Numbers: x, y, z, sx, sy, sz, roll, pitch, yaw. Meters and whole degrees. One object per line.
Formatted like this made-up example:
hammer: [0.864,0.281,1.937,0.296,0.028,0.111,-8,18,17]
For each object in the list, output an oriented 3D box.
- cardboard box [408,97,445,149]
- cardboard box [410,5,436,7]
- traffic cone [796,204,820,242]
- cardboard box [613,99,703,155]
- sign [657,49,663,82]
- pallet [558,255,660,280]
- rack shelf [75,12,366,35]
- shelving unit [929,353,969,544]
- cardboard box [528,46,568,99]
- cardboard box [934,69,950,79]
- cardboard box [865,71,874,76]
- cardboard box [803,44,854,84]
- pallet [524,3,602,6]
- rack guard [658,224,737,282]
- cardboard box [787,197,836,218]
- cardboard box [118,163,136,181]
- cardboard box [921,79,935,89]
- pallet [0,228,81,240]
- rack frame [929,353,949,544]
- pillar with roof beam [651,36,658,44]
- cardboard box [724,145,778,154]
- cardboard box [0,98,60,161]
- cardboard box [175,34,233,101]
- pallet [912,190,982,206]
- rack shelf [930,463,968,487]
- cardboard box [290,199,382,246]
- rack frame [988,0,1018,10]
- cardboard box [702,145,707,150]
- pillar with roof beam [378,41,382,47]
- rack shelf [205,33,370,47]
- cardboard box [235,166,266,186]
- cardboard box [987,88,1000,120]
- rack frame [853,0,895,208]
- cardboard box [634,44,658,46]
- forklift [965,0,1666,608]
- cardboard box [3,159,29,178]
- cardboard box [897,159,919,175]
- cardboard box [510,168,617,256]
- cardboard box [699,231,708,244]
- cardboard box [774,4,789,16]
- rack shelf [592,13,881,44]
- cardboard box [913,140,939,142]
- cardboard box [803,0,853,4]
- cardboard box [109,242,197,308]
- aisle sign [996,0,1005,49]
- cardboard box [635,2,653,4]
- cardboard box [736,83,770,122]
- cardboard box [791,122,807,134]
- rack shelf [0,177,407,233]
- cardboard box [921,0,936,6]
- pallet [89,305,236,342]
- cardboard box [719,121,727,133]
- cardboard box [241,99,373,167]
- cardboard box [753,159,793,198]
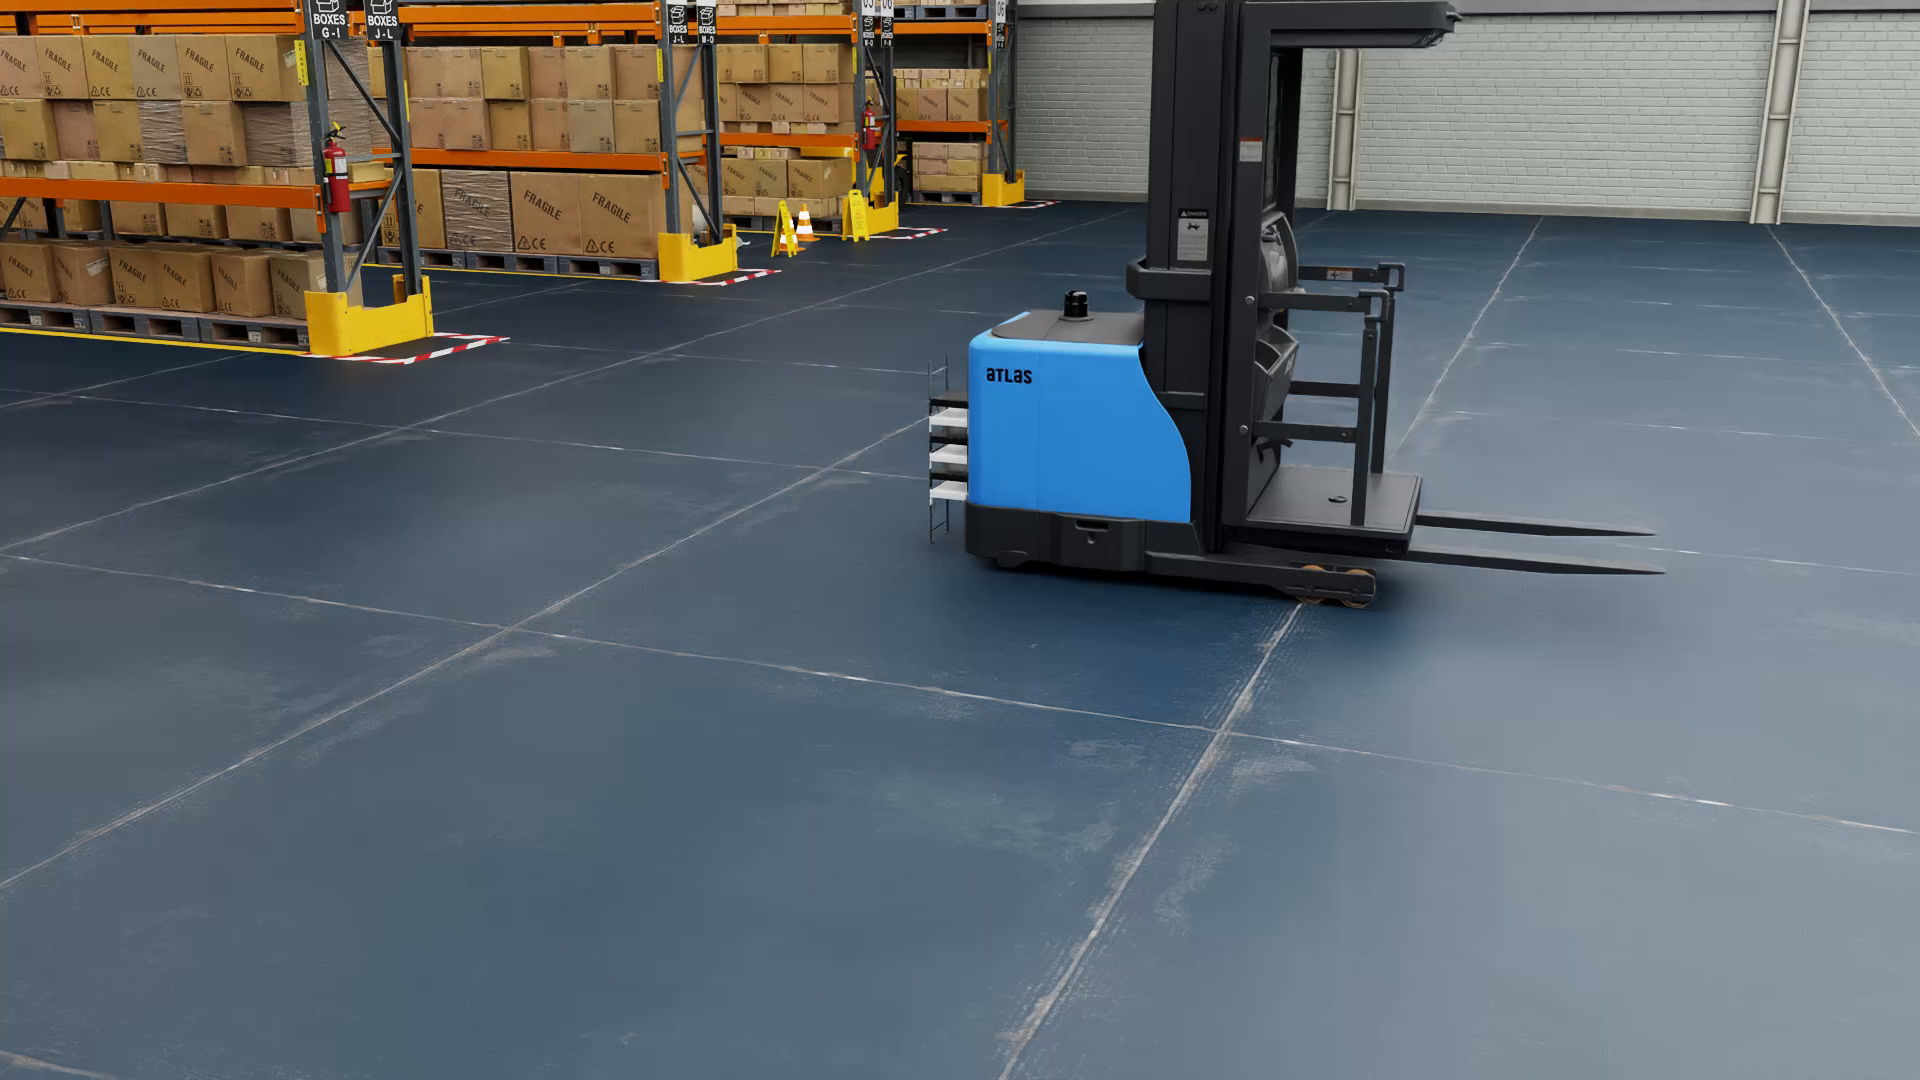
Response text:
cardboard box: [-5.712,-4.724,18.798,0.550,0.550,0.875,6,17,21]
cardboard box: [-7.701,-7.830,24.204,0.500,0.500,0.700,6,17,21]
traffic cone: [-2.010,-4.113,21.513,0.334,0.463,0.336,6,17,21]
cardboard box: [-3.221,-4.426,17.772,0.550,0.550,0.875,6,17,21]
sign: [-3.071,-4.859,17.028,0.005,0.325,0.100,6,17,21]
pallet: [-3.631,-3.051,18.303,1.213,0.211,1.003,6,17,21]
rack shelf: [-8.440,-6.037,19.499,4.000,0.370,1.077,6,17,21]
shelving unit: [-0.008,-0.433,8.051,0.210,0.900,0.258,6,17,21]
cardboard box: [-4.206,-5.092,18.126,0.550,0.550,0.875,6,17,21]
cardboard box: [-0.224,-7.431,26.515,0.250,0.149,0.380,7,17,22]
cardboard box: [-1.386,-7.580,27.027,0.250,0.149,0.380,6,17,21]
cardboard box: [-1.692,-6.289,21.950,0.500,0.500,0.700,6,17,19]
pallet: [-5.393,-7.473,23.490,1.003,0.211,1.213,6,17,21]
rack guard: [-2.837,-3.125,18.042,0.348,0.500,1.175,6,17,21]
cardboard box: [-2.010,-4.519,22.538,0.500,0.250,0.500,6,17,20]
cardboard box: [-6.755,-3.077,13.843,0.250,0.149,0.380,6,17,21]
cardboard box: [-0.438,-7.322,26.670,0.250,0.149,0.380,6,17,20]
pallet: [-12.158,-4.013,21.618,1.213,0.211,1.003,6,17,21]
rack frame: [-0.102,-0.443,8.087,0.006,0.900,0.240,6,17,21]
pillar with roof beam: [-6.797,-9.593,25.078,0.400,9.000,9.100,6,17,21]
cardboard box: [-3.529,-6.431,28.452,0.625,0.625,0.875,7,18,23]
cardboard box: [-7.646,-3.530,14.240,0.500,0.500,0.875,6,17,21]
cardboard box: [-5.842,-3.765,13.256,0.500,0.500,0.500,6,17,21]
pallet: [-0.046,-5.638,27.217,1.213,0.211,1.003,6,17,21]
rack shelf: [-0.008,-0.315,8.085,0.200,0.077,0.258,6,17,21]
cardboard box: [-7.190,-3.899,19.505,0.750,0.750,1.050,6,17,20]
rack frame: [0.681,-9.791,25.760,0.127,3.000,1.000,6,17,21]
cardboard box: [-3.583,-5.347,22.881,0.250,0.149,0.380,7,18,24]
pillar with roof beam: [-12.378,-10.207,27.193,0.400,9.000,9.100,6,17,21]
rack shelf: [-12.342,-9.437,31.211,4.000,0.370,1.077,6,17,21]
cardboard box: [-5.597,-2.945,13.389,0.250,0.149,0.380,6,17,21]
cardboard box: [0.322,-7.081,27.005,0.500,0.500,0.500,7,18,22]
rack frame: [-1.137,-5.622,22.160,0.127,3.000,1.000,6,17,21]
cardboard box: [-4.061,-6.543,22.827,0.500,0.500,0.700,6,17,21]
forklift: [1.600,-1.279,7.323,3.031,2.935,1.130,5,17,17]
cardboard box: [-7.934,-3.193,14.244,0.250,0.149,0.380,6,17,21]
cardboard box: [-0.837,-6.102,27.093,0.500,0.250,0.500,6,17,19]
cardboard box: [-4.333,-3.651,18.428,0.875,0.875,0.875,6,17,20]
cardboard box: [-3.096,-3.863,21.215,0.380,0.149,0.250,-12,20,-37]
cardboard box: [-2.261,-7.002,21.984,0.250,0.149,0.380,6,17,21]
rack shelf: [-2.997,-6.922,22.547,4.000,0.370,1.077,6,17,21]
cardboard box: [-0.624,-6.474,27.478,0.500,0.250,0.500,6,17,20]
cardboard box: [-1.712,-7.116,21.661,0.500,0.250,0.500,6,17,20]
cardboard box: [-6.994,-2.312,14.486,0.500,0.500,0.500,5,17,16]
aisle sign: [0.634,-8.076,25.948,0.004,0.787,0.394,6,17,21]
cardboard box: [-4.066,-7.377,22.558,0.500,0.250,0.500,6,17,20]
cardboard box: [-2.671,-5.902,22.410,0.500,0.500,0.500,6,17,20]
cardboard box: [-2.070,-5.513,22.235,0.250,0.149,0.380,6,17,20]
rack shelf: [-6.633,-2.911,14.112,4.000,0.370,1.077,6,17,21]
cardboard box: [-0.437,-8.568,26.234,0.258,0.266,0.396,6,17,21]
pallet: [-6.717,-1.938,14.472,1.213,0.211,1.003,6,17,21]
cardboard box: [-3.251,-5.644,22.684,0.250,0.149,0.380,6,17,20]
cardboard box: [-5.274,-3.306,13.470,0.500,0.500,0.875,6,17,21]
cardboard box: [-2.464,-4.931,22.611,0.500,0.500,0.500,7,18,23]
